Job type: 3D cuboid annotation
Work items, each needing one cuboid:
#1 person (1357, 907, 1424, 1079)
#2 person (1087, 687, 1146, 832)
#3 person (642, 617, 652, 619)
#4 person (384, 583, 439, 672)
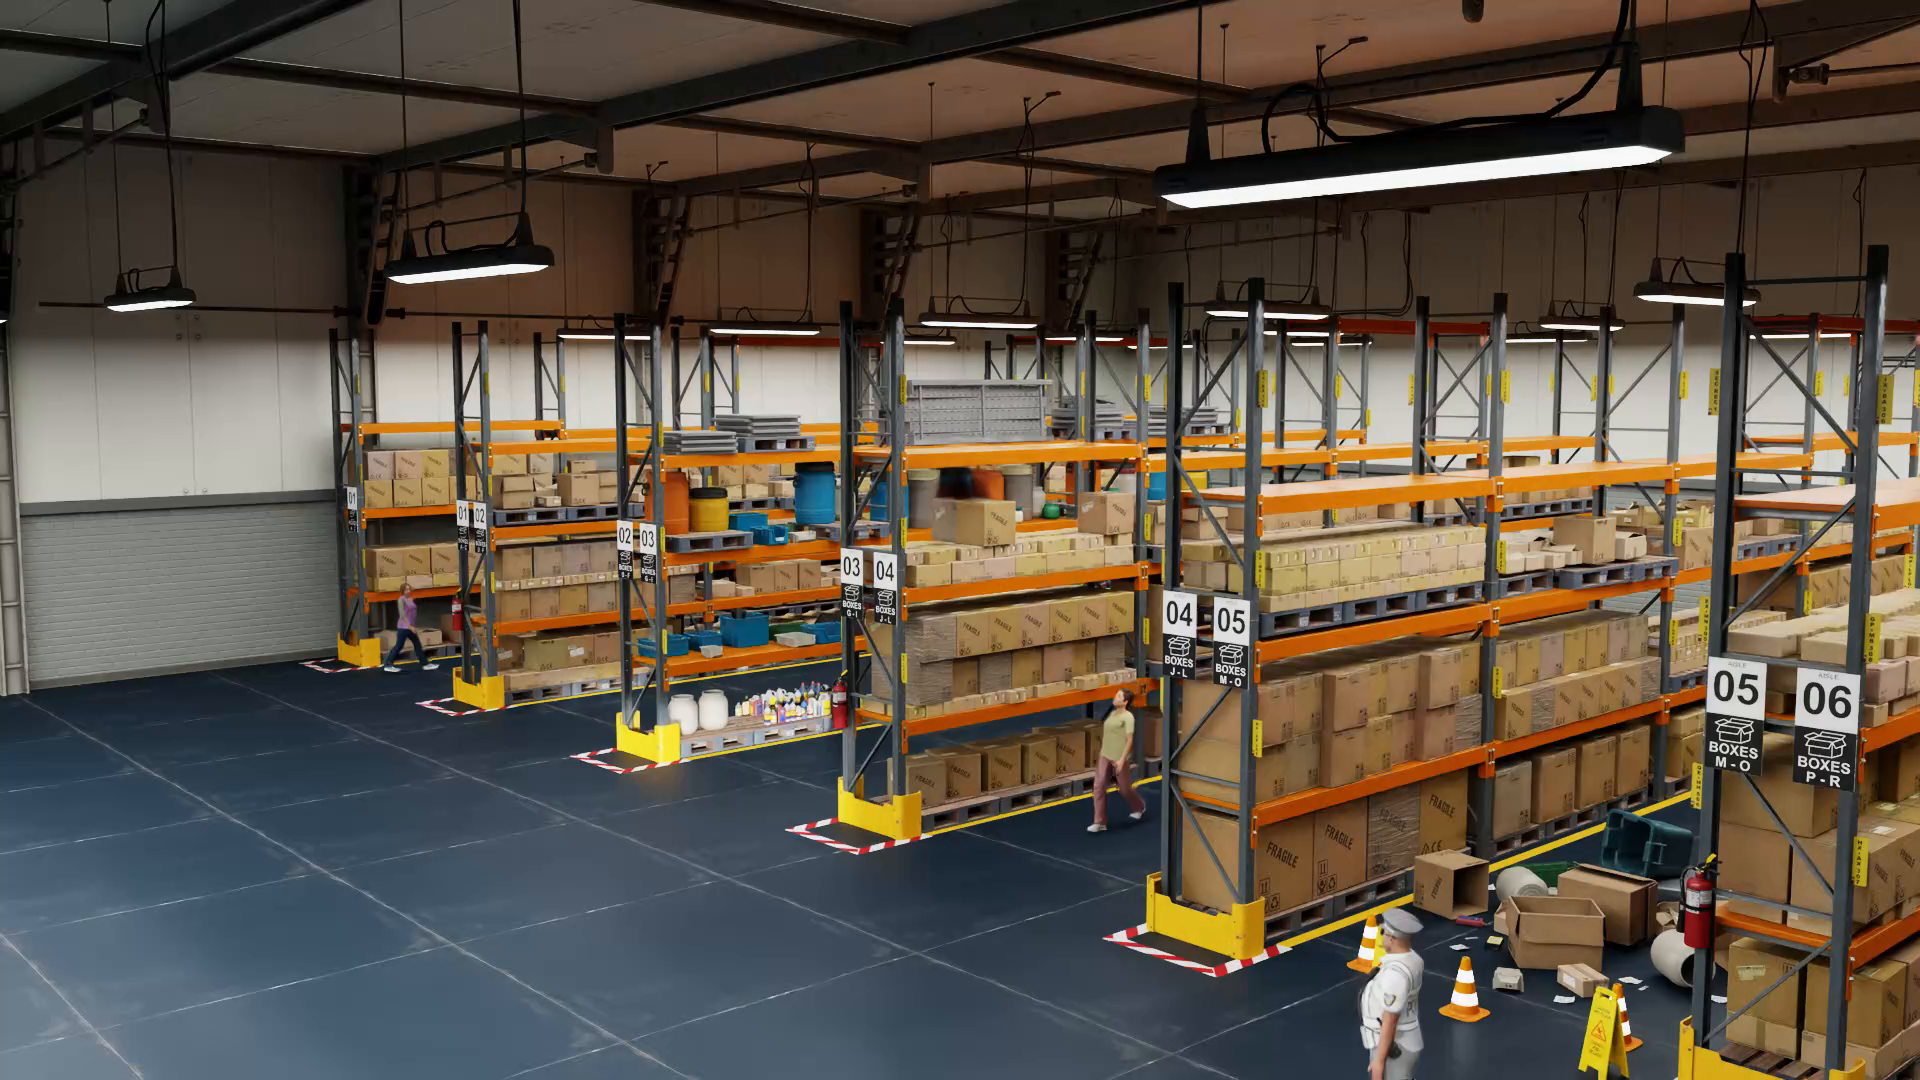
[{"bbox_3d":[2.742,3.233,10.634,0.436,1.778,0.544,1,6,10],"label":"person"},{"bbox_3d":[1.800,2.487,18.968,0.476,1.613,0.937,4,7,37],"label":"person"},{"bbox_3d":[-5.786,1.312,30.687,0.513,1.678,0.406,0,6,2],"label":"person"},{"bbox_3d":[-9.578,1.515,28.974,0.904,1.549,0.498,-1,6,-8],"label":"person"}]
